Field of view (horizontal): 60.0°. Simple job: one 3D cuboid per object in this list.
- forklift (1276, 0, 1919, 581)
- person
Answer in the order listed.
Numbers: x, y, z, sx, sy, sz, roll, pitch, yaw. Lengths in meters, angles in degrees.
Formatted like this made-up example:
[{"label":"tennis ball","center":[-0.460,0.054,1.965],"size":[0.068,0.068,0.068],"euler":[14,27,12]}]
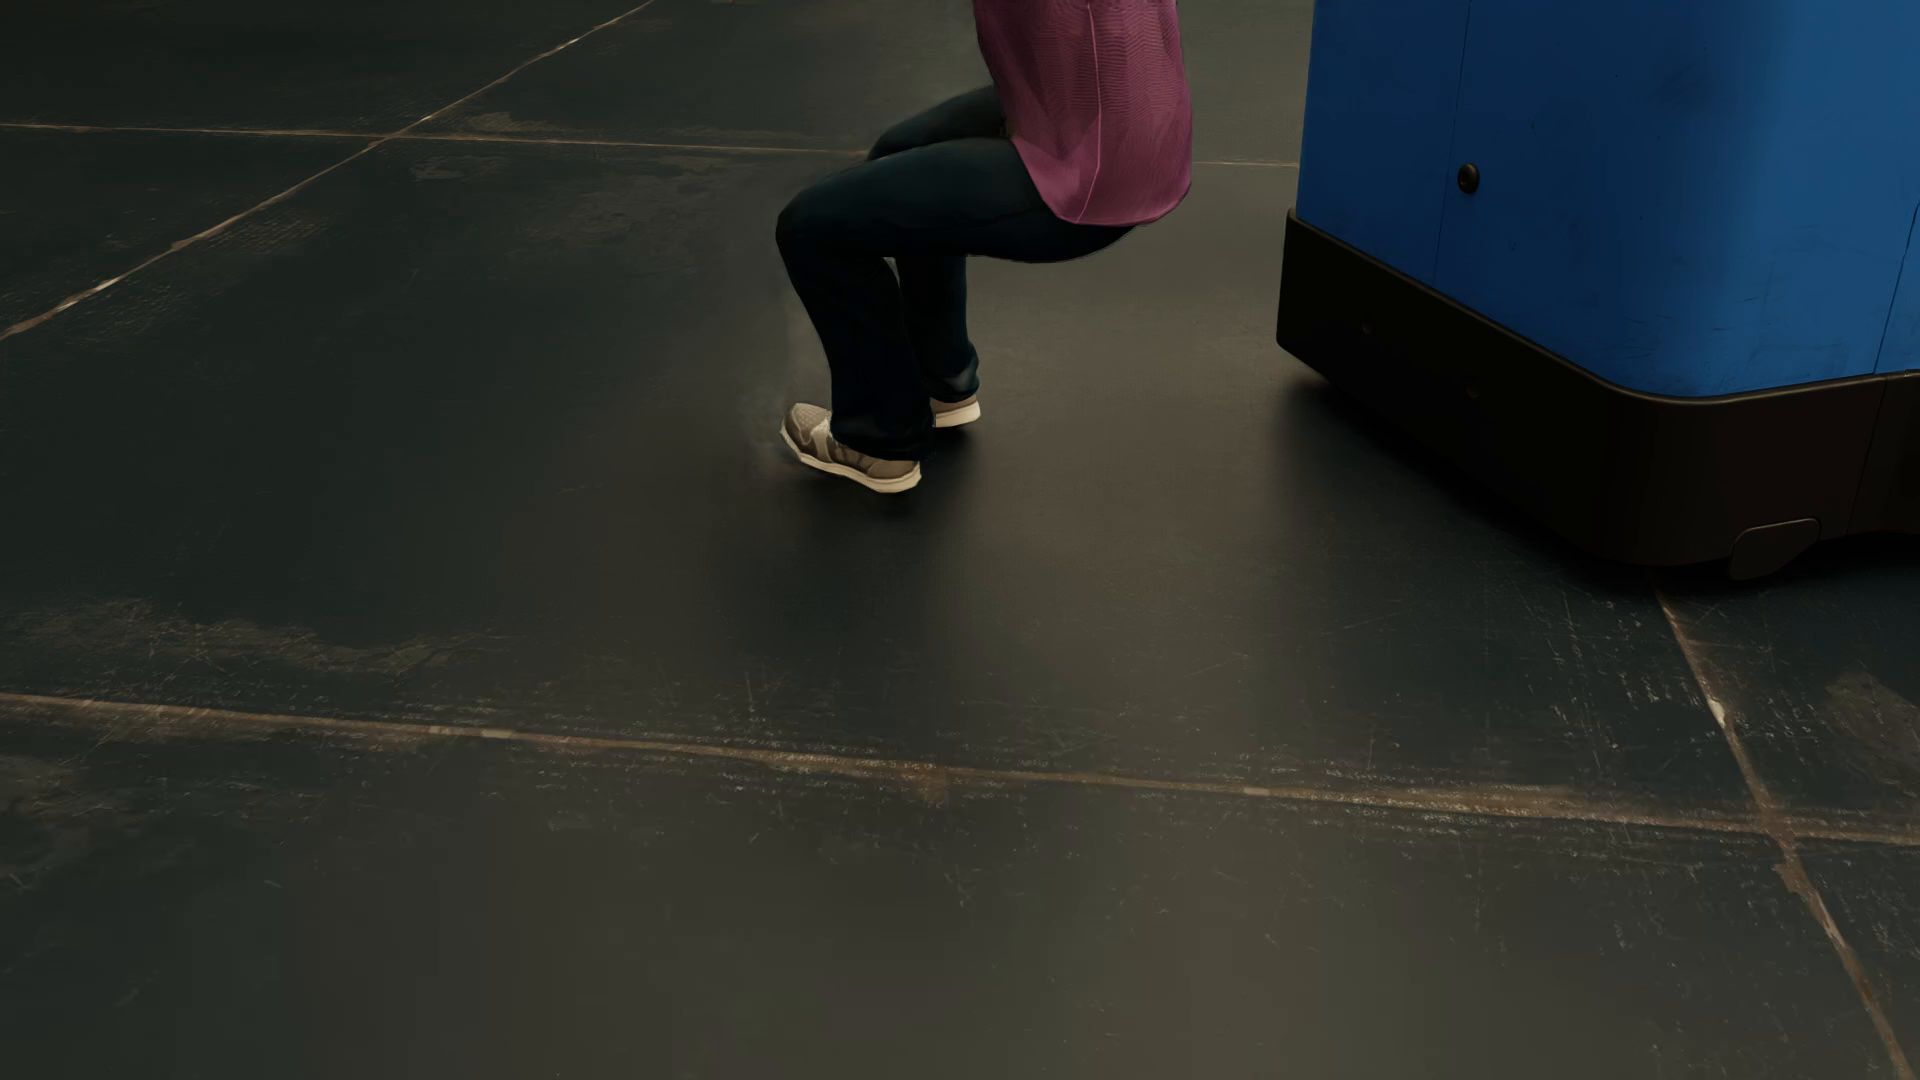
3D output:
[{"label":"forklift","center":[2.159,-1.634,2.492],"size":[3.031,2.935,1.130],"euler":[-8,28,-17]},{"label":"person","center":[-0.019,-0.528,2.173],"size":[0.639,1.282,1.223],"euler":[4,27,7]}]
